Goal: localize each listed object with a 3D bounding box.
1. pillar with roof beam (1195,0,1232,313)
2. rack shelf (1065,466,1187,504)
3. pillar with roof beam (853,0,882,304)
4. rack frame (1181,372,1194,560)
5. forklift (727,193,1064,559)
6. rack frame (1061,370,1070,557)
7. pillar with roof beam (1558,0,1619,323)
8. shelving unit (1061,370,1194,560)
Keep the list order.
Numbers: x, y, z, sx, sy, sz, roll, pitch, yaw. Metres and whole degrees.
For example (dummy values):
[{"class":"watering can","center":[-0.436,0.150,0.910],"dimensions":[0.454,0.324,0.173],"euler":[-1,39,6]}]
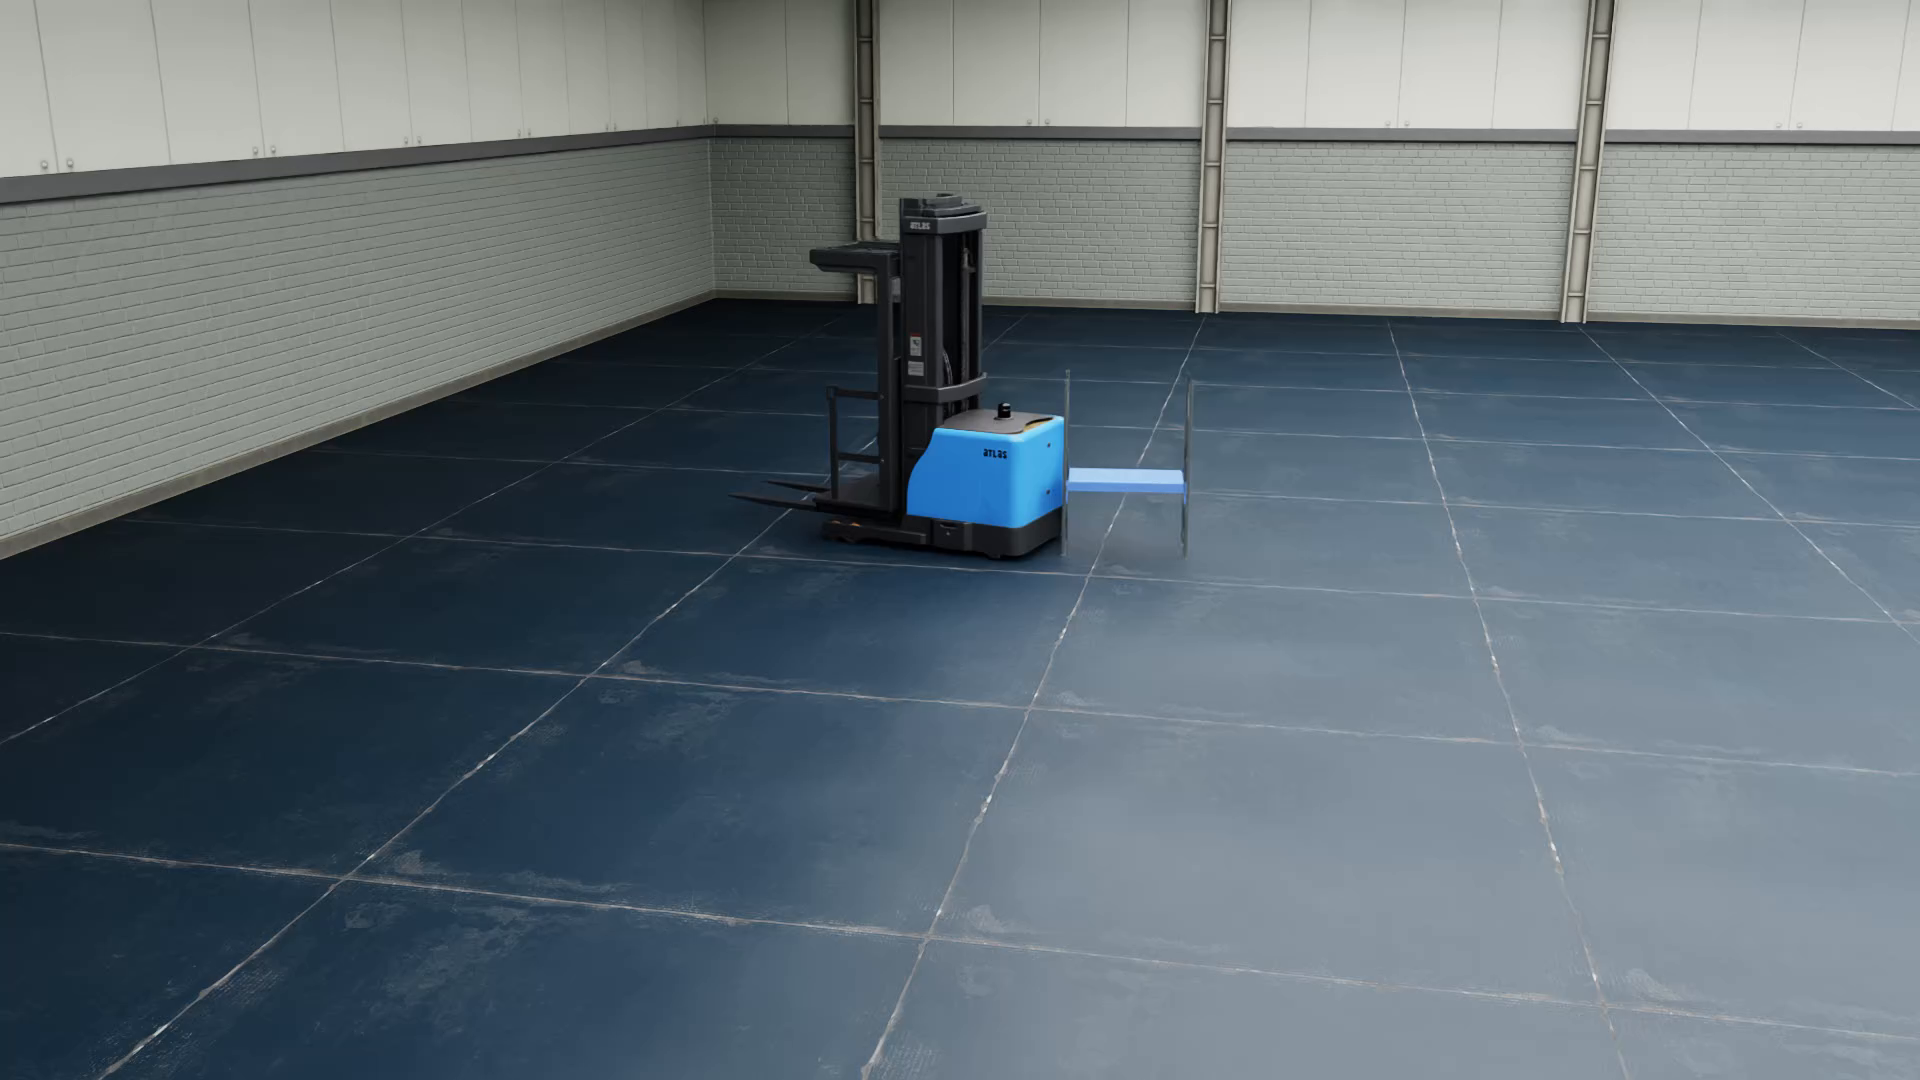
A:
[{"class":"pillar with roof beam","center":[3.412,-7.153,23.459],"dimensions":[0.400,9.000,9.100],"euler":[3,16,11]},{"class":"rack shelf","center":[1.397,-0.463,14.028],"dimensions":[1.000,0.185,0.538],"euler":[1,16,5]},{"class":"pillar with roof beam","center":[-2.468,-7.472,24.611],"dimensions":[0.400,9.000,9.100],"euler":[3,16,11]},{"class":"rack frame","center":[1.903,-0.625,13.938],"dimensions":[0.032,1.500,0.500],"euler":[1,16,5]},{"class":"forklift","center":[-0.622,-1.508,14.447],"dimensions":[3.031,2.935,1.130],"euler":[8,17,26]},{"class":"rack frame","center":[0.890,-0.648,14.022],"dimensions":[0.032,1.500,0.500],"euler":[1,16,5]},{"class":"pillar with roof beam","center":[9.292,-6.834,22.307],"dimensions":[0.400,9.000,9.100],"euler":[3,16,11]},{"class":"shelving unit","center":[1.397,-0.636,13.980],"dimensions":[1.048,1.500,0.538],"euler":[1,16,5]}]
